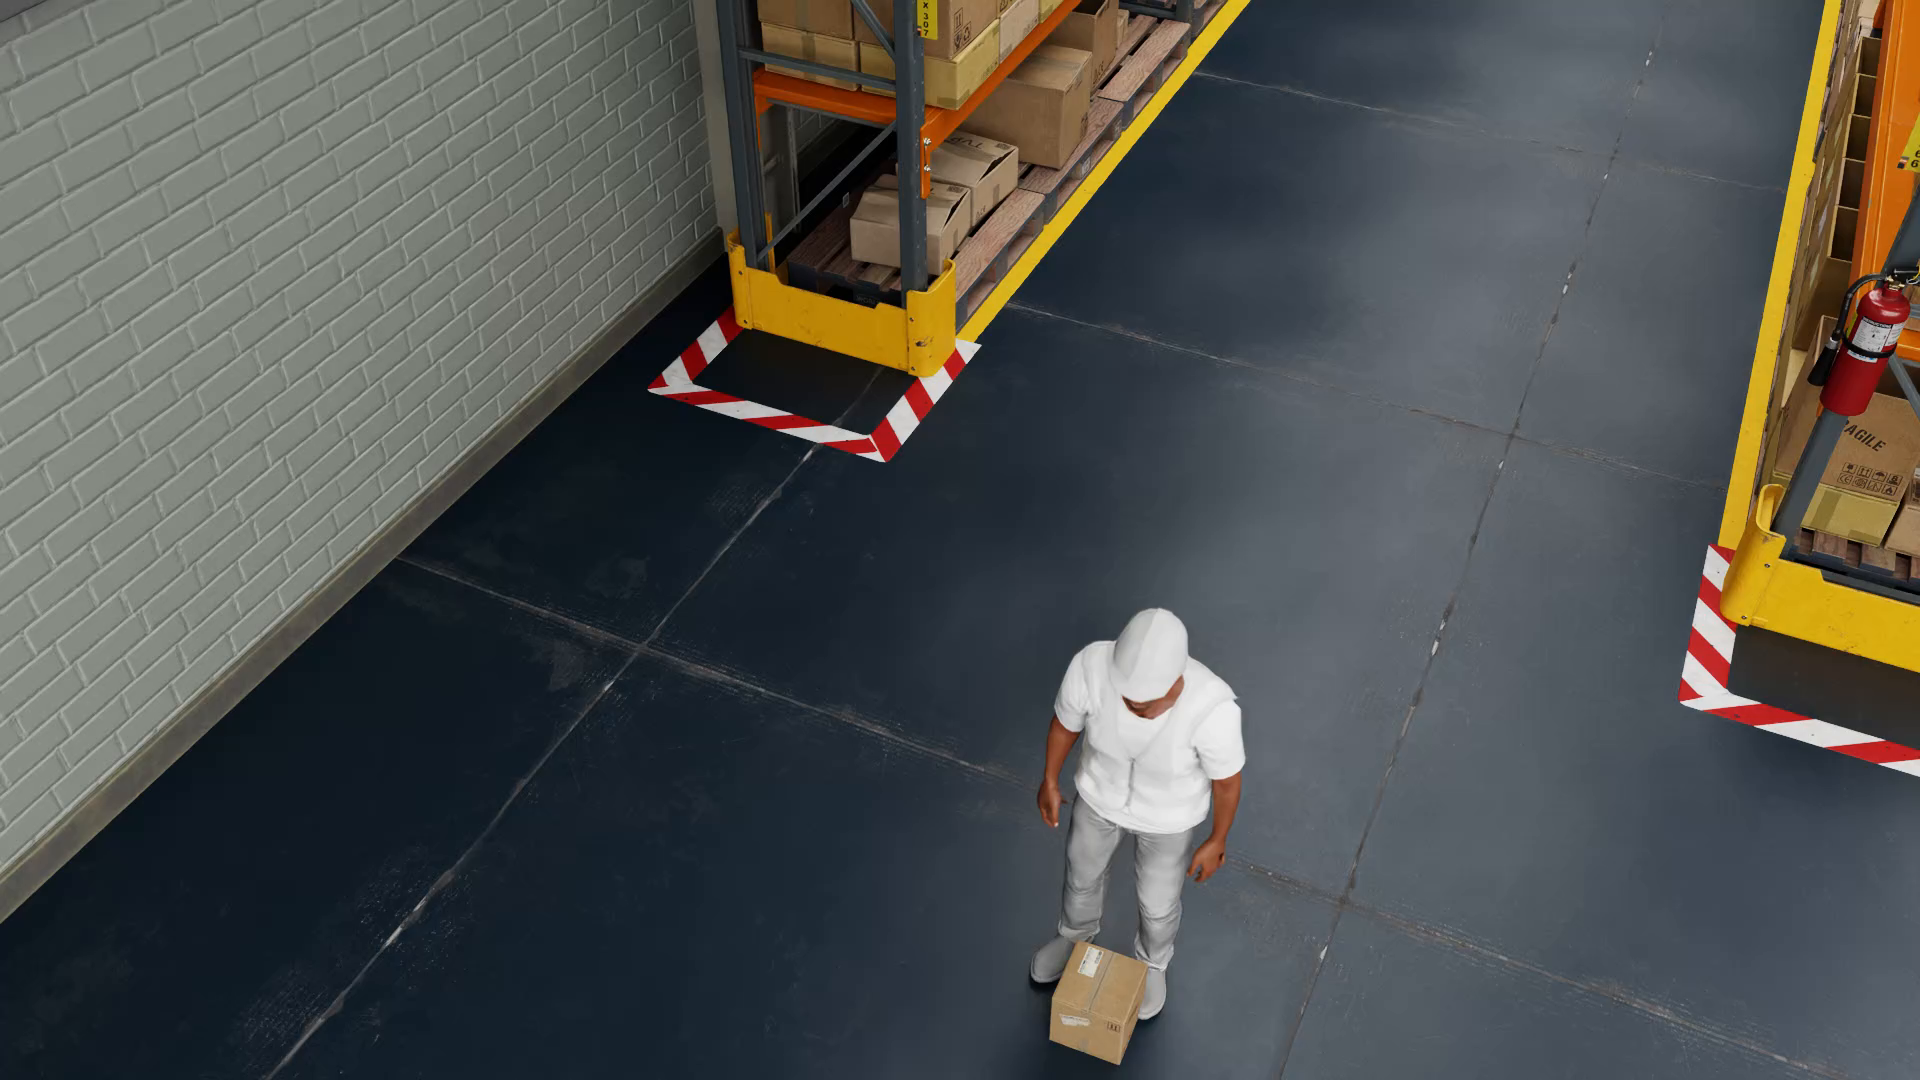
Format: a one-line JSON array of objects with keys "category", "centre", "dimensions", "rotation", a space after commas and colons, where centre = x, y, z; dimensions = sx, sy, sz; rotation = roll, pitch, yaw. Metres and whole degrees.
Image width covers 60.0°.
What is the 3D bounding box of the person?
[{"category": "person", "centre": [0.545, 0.839, 5.205], "dimensions": [0.627, 1.761, 0.456], "rotation": [18, 45, 19]}]
